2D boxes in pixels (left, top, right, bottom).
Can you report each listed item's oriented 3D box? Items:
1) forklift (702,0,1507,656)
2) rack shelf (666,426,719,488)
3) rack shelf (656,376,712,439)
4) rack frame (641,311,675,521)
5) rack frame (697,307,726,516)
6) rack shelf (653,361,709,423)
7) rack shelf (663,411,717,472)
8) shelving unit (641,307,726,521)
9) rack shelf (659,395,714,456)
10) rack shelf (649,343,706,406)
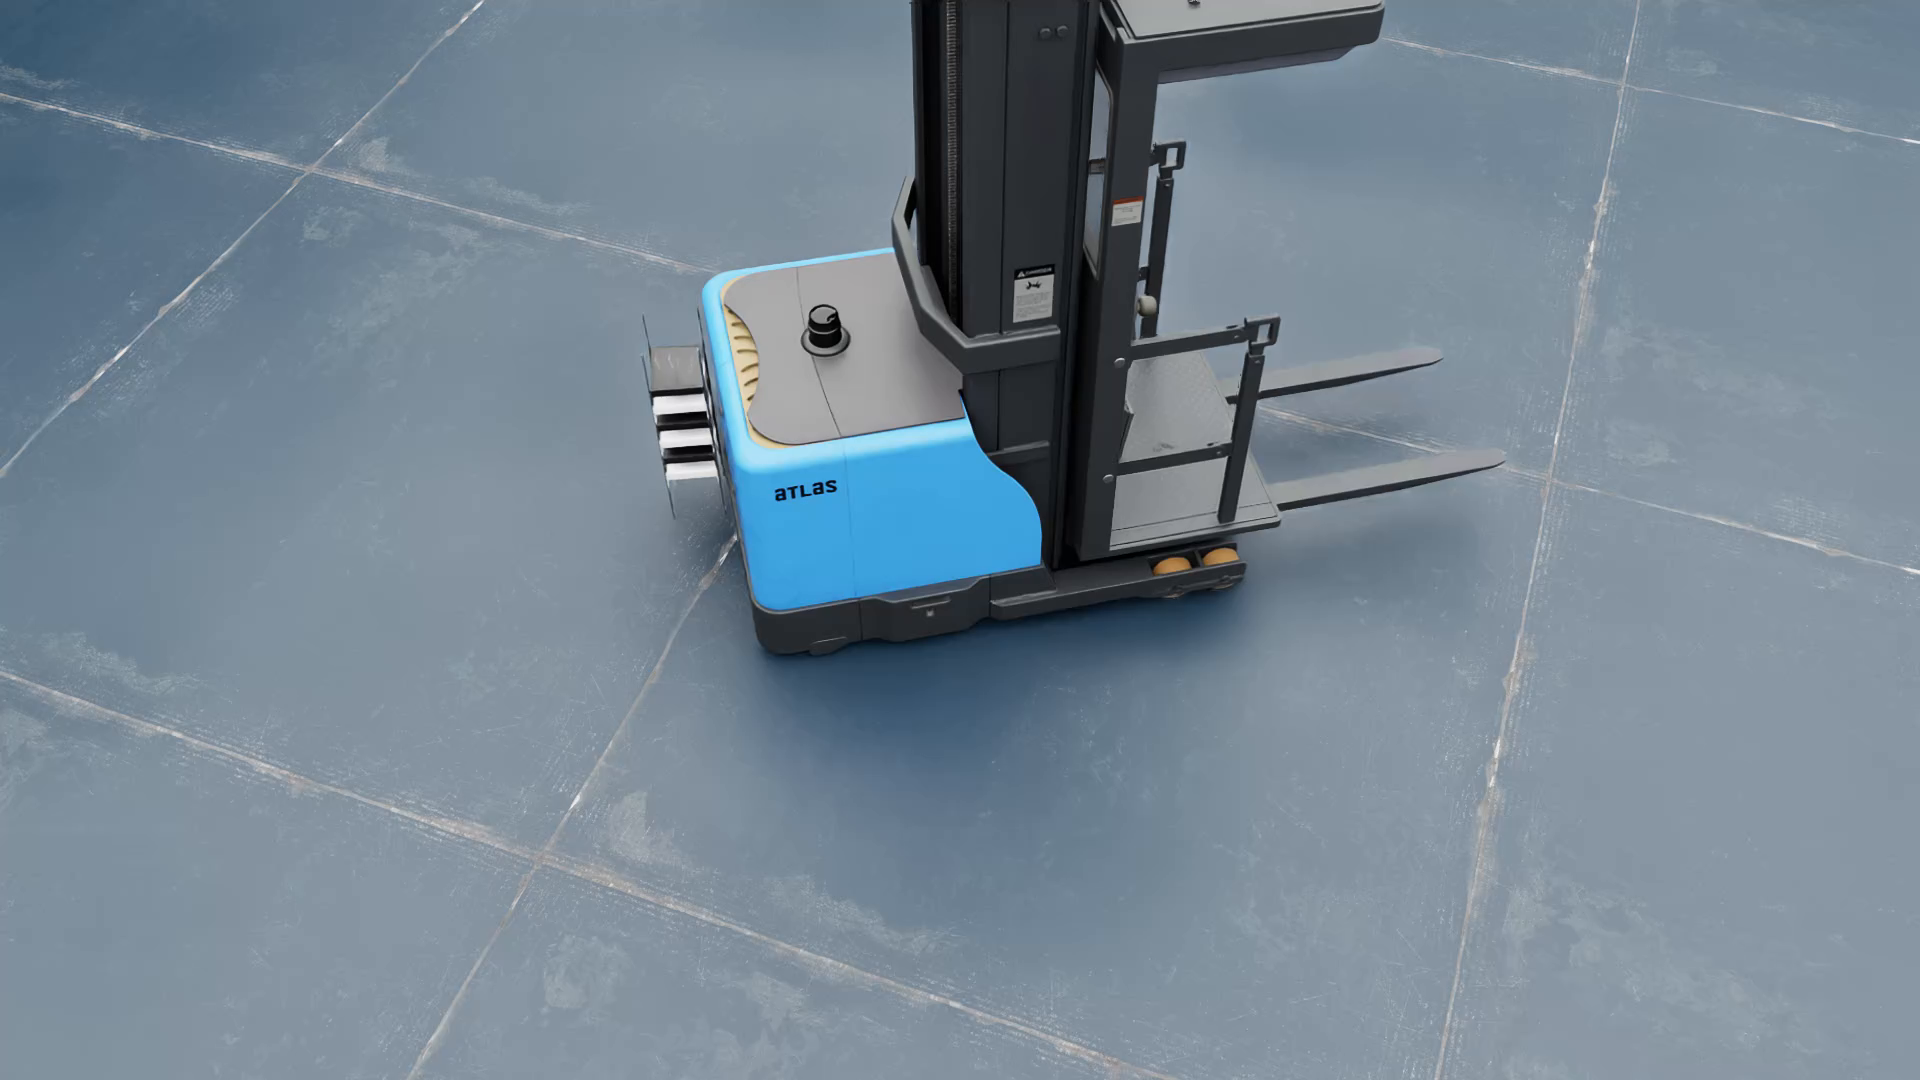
[{"bbox_3d":[0.622,-1.119,5.647,3.031,2.935,1.130,-10,50,-9],"label":"forklift"},{"bbox_3d":[-1.060,-0.332,6.591,0.200,0.077,0.258,-5,49,-4],"label":"rack shelf"},{"bbox_3d":[-1.061,-0.509,6.387,0.200,0.077,0.258,-5,49,-4],"label":"rack shelf"},{"bbox_3d":[-1.162,-0.463,6.422,0.006,0.900,0.240,-5,49,-4],"label":"rack frame"},{"bbox_3d":[-0.959,-0.480,6.437,0.006,0.900,0.240,-5,49,-4],"label":"rack frame"},{"bbox_3d":[-1.061,-0.568,6.319,0.200,0.077,0.258,-5,49,-4],"label":"rack shelf"},{"bbox_3d":[-1.060,-0.391,6.523,0.200,0.077,0.258,-5,49,-4],"label":"rack shelf"},{"bbox_3d":[-1.061,-0.472,6.430,0.210,0.900,0.258,-5,49,-4],"label":"shelving unit"},{"bbox_3d":[-1.060,-0.450,6.455,0.200,0.077,0.258,-5,49,-4],"label":"rack shelf"},{"bbox_3d":[-1.061,-0.627,6.251,0.200,0.077,0.258,-5,49,-4],"label":"rack shelf"}]
